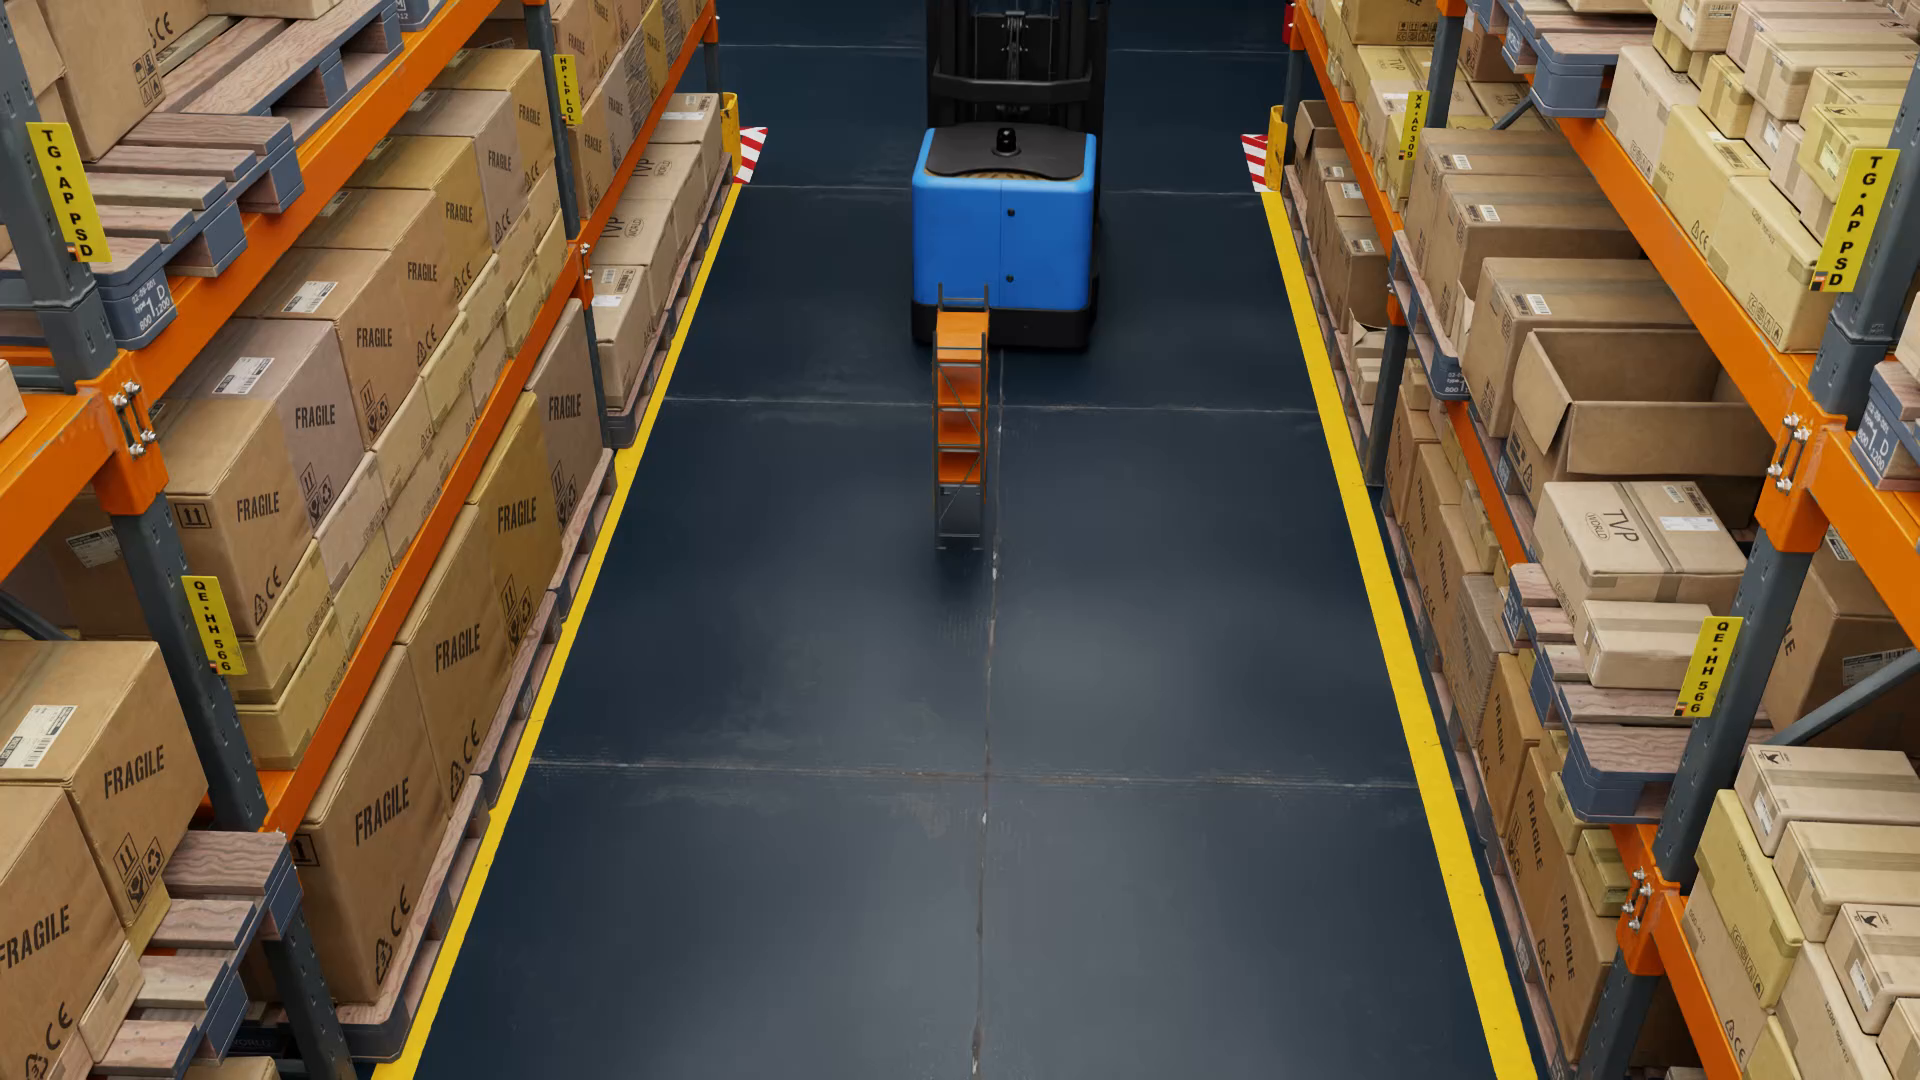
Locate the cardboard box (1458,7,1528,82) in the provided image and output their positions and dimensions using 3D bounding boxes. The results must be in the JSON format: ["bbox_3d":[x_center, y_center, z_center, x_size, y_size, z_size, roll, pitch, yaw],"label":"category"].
[{"bbox_3d":[2.938,-2.740,8.760,0.500,0.500,0.500,0,35,1],"label":"cardboard box"}]

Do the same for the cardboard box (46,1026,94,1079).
[{"bbox_3d":[-2.208,1.233,3.741,0.380,0.149,0.250,0,35,0],"label":"cardboard box"}]

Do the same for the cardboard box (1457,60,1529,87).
[{"bbox_3d":[2.938,-2.447,8.995,0.500,0.250,0.500,2,35,3],"label":"cardboard box"}]

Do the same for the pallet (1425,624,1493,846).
[{"bbox_3d":[2.571,0.788,6.945,1.003,0.211,1.213,1,35,2],"label":"pallet"}]

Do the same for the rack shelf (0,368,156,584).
[{"bbox_3d":[-2.589,0.878,2.409,1.077,0.370,4.000,1,35,2],"label":"rack shelf"}]

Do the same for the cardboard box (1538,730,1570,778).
[{"bbox_3d":[2.253,0.763,5.801,0.380,0.149,0.250,0,35,0],"label":"cardboard box"}]

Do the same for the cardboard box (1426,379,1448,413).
[{"bbox_3d":[2.369,-0.710,7.637,0.380,0.149,0.250,0,35,0],"label":"cardboard box"}]

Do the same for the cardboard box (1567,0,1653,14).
[{"bbox_3d":[2.167,-1.815,5.381,0.380,0.149,0.250,2,35,3],"label":"cardboard box"}]

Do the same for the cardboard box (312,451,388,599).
[{"bbox_3d":[-2.219,-0.064,5.427,0.500,0.250,0.500,2,35,3],"label":"cardboard box"}]

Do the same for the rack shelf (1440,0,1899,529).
[{"bbox_3d":[2.532,-1.308,5.519,1.077,0.370,4.000,1,35,2],"label":"rack shelf"}]

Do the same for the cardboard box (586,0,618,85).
[{"bbox_3d":[-2.060,-2.644,8.447,0.500,0.500,0.500,1,35,1],"label":"cardboard box"}]

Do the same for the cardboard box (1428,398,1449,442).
[{"bbox_3d":[2.398,-0.577,7.707,0.380,0.149,0.250,0,35,1],"label":"cardboard box"}]

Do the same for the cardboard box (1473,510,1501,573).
[{"bbox_3d":[2.342,0.013,6.867,0.380,0.149,0.250,3,35,4],"label":"cardboard box"}]

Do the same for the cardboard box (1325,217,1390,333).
[{"bbox_3d":[2.539,-1.535,9.634,0.700,0.500,0.500,0,35,0],"label":"cardboard box"}]

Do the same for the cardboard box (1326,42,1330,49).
[{"bbox_3d":[2.474,-3.094,10.262,0.380,0.149,0.250,2,35,3],"label":"cardboard box"}]

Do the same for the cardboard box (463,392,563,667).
[{"bbox_3d":[-2.321,-0.061,7.211,0.875,0.875,0.875,2,35,3],"label":"cardboard box"}]

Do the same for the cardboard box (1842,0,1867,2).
[{"bbox_3d":[2.733,-1.611,4.849,0.380,0.149,0.250,1,35,2],"label":"cardboard box"}]

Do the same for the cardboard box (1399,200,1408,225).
[{"bbox_3d":[2.373,-1.610,8.151,0.380,0.149,0.250,2,35,3],"label":"cardboard box"}]

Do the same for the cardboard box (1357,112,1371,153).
[{"bbox_3d":[2.368,-2.207,9.001,0.380,0.149,0.250,1,35,1],"label":"cardboard box"}]

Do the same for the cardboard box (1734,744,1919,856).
[{"bbox_3d":[2.145,0.644,4.073,0.380,0.149,0.250,2,35,3],"label":"cardboard box"}]

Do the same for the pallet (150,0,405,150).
[{"bbox_3d":[-2.493,-1.502,5.334,1.003,0.211,1.213,3,35,4],"label":"pallet"}]

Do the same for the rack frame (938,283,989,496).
[{"bbox_3d":[0.016,-0.726,8.240,0.240,1.200,0.015,1,35,2],"label":"rack frame"}]

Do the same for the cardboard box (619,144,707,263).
[{"bbox_3d":[-2.142,-2.150,10.564,0.875,0.438,0.875,2,35,3],"label":"cardboard box"}]

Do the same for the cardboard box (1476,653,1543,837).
[{"bbox_3d":[2.303,0.789,6.327,0.500,0.500,0.500,3,35,4],"label":"cardboard box"}]

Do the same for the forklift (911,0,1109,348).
[{"bbox_3d":[0.365,-3.151,10.185,1.130,2.935,3.031,3,35,4],"label":"forklift"}]

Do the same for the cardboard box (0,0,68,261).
[{"bbox_3d":[-2.644,-0.999,4.000,0.797,0.503,0.637,-1,35,-1],"label":"cardboard box"}]

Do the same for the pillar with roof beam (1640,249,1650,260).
[{"bbox_3d":[-0.761,-4.457,6.765,9.100,9.000,0.400,1,35,2],"label":"pillar with roof beam"}]

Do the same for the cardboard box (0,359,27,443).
[{"bbox_3d":[-2.311,-0.277,3.645,0.380,0.149,0.250,1,35,2],"label":"cardboard box"}]

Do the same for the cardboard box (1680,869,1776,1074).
[{"bbox_3d":[2.190,1.085,4.228,0.500,0.250,0.500,1,35,2],"label":"cardboard box"}]

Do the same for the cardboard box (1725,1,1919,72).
[{"bbox_3d":[2.298,-1.328,4.448,0.380,0.149,0.250,1,35,1],"label":"cardboard box"}]

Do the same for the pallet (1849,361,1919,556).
[{"bbox_3d":[2.514,0.016,3.173,1.213,0.211,1.003,3,35,4],"label":"pallet"}]

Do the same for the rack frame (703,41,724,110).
[{"bbox_3d":[-2.187,-3.934,11.239,1.000,3.000,0.127,1,35,2],"label":"rack frame"}]

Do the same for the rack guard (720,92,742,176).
[{"bbox_3d":[-2.186,-2.925,11.978,1.175,0.500,0.348,1,35,2],"label":"rack guard"}]

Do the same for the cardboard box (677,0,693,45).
[{"bbox_3d":[-1.977,-3.404,10.398,0.500,0.500,0.500,1,35,1],"label":"cardboard box"}]

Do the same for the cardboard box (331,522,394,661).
[{"bbox_3d":[-2.234,0.153,5.555,0.500,0.250,0.500,0,35,1],"label":"cardboard box"}]

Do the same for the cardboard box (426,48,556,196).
[{"bbox_3d":[-2.115,-1.824,7.280,0.500,0.500,0.500,2,35,3],"label":"cardboard box"}]

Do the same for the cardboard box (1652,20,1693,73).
[{"bbox_3d":[2.303,-1.502,4.954,0.380,0.149,0.250,2,35,3],"label":"cardboard box"}]

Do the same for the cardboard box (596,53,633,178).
[{"bbox_3d":[-2.043,-2.230,8.727,0.500,0.500,0.500,2,35,2],"label":"cardboard box"}]

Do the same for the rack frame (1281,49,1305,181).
[{"bbox_3d":[2.773,-3.822,11.079,1.000,3.000,0.127,1,35,2],"label":"rack frame"}]

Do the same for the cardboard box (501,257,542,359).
[{"bbox_3d":[-2.135,-1.019,7.221,0.500,0.250,0.500,1,35,1],"label":"cardboard box"}]

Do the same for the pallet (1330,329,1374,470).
[{"bbox_3d":[2.641,-0.777,9.173,1.003,0.211,1.213,1,35,2],"label":"pallet"}]

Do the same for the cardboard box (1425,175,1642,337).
[{"bbox_3d":[2.349,-1.166,6.848,0.700,0.500,0.500,2,35,2],"label":"cardboard box"}]

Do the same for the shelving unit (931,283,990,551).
[{"bbox_3d":[0.007,-0.586,8.040,0.258,1.200,0.503,1,35,2],"label":"shelving unit"}]

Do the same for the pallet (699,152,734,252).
[{"bbox_3d":[-2.141,-2.332,11.385,1.003,0.211,1.213,1,35,2],"label":"pallet"}]

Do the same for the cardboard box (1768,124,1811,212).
[{"bbox_3d":[2.255,-0.912,4.114,0.380,0.149,0.250,1,35,1],"label":"cardboard box"}]

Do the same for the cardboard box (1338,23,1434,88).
[{"bbox_3d":[2.449,-2.752,9.429,0.500,0.250,0.500,0,35,1],"label":"cardboard box"}]

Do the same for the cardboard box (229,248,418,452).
[{"bbox_3d":[-2.198,-0.648,5.607,0.500,0.500,0.500,2,35,3],"label":"cardboard box"}]

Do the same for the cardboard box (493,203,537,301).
[{"bbox_3d":[-2.135,-1.233,7.092,0.500,0.250,0.500,2,35,3],"label":"cardboard box"}]

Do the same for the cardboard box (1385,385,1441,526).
[{"bbox_3d":[2.368,-0.400,8.019,0.500,0.500,0.500,3,35,4],"label":"cardboard box"}]

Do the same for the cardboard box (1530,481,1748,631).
[{"bbox_3d":[2.171,0.050,5.335,0.500,0.250,0.500,0,35,0],"label":"cardboard box"}]

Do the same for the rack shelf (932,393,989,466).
[{"bbox_3d":[0.007,-0.531,8.079,0.258,0.148,0.480,1,35,2],"label":"rack shelf"}]

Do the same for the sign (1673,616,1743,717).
[{"bbox_3d":[1.909,0.326,4.239,0.100,0.325,0.005,1,35,2],"label":"sign"}]
